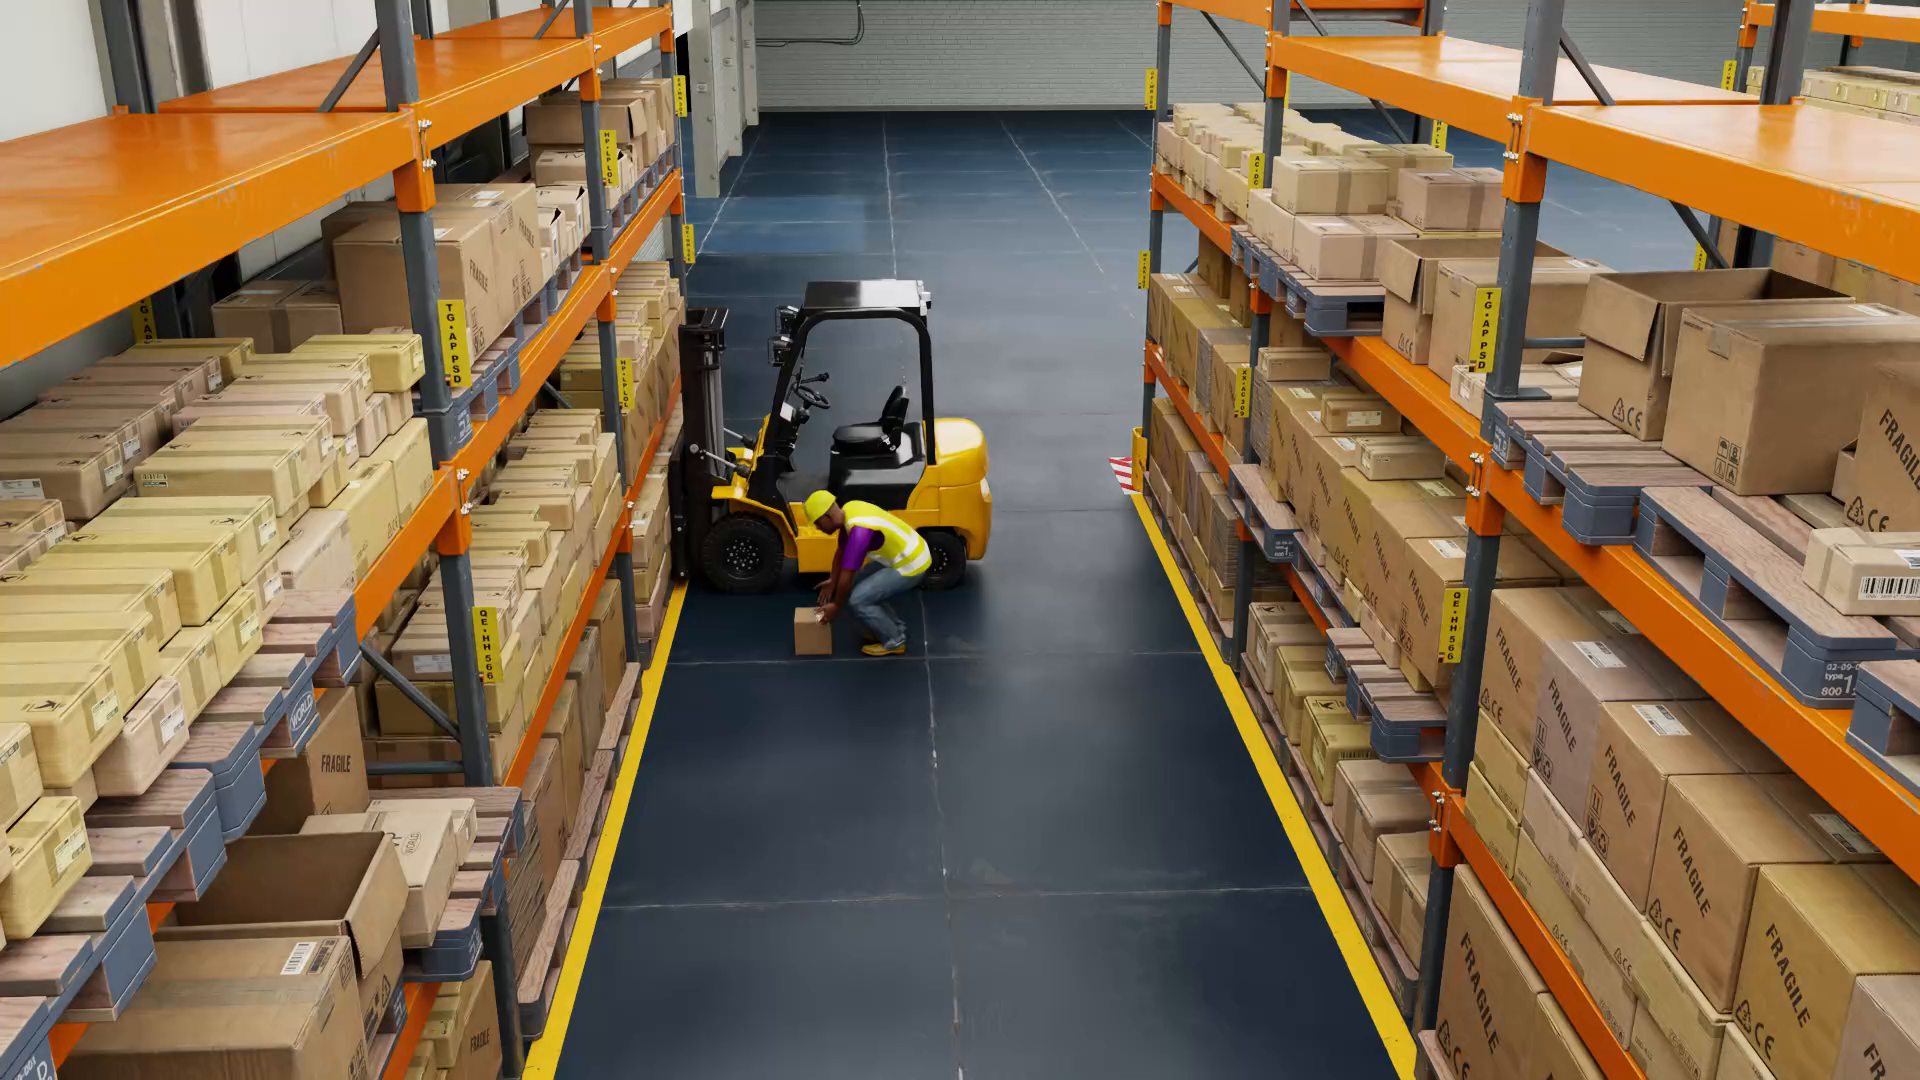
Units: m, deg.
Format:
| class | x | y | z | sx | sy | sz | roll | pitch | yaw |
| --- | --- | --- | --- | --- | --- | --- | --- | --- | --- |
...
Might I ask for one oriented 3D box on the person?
| class | x | y | z | sx | sy | sz | roll | pitch | yaw |
| --- | --- | --- | --- | --- | --- | --- | --- | --- | --- |
| person | -0.620 | 0.209 | 11.345 | 0.856 | 1.167 | 0.615 | -1 | 20 | -3 |
